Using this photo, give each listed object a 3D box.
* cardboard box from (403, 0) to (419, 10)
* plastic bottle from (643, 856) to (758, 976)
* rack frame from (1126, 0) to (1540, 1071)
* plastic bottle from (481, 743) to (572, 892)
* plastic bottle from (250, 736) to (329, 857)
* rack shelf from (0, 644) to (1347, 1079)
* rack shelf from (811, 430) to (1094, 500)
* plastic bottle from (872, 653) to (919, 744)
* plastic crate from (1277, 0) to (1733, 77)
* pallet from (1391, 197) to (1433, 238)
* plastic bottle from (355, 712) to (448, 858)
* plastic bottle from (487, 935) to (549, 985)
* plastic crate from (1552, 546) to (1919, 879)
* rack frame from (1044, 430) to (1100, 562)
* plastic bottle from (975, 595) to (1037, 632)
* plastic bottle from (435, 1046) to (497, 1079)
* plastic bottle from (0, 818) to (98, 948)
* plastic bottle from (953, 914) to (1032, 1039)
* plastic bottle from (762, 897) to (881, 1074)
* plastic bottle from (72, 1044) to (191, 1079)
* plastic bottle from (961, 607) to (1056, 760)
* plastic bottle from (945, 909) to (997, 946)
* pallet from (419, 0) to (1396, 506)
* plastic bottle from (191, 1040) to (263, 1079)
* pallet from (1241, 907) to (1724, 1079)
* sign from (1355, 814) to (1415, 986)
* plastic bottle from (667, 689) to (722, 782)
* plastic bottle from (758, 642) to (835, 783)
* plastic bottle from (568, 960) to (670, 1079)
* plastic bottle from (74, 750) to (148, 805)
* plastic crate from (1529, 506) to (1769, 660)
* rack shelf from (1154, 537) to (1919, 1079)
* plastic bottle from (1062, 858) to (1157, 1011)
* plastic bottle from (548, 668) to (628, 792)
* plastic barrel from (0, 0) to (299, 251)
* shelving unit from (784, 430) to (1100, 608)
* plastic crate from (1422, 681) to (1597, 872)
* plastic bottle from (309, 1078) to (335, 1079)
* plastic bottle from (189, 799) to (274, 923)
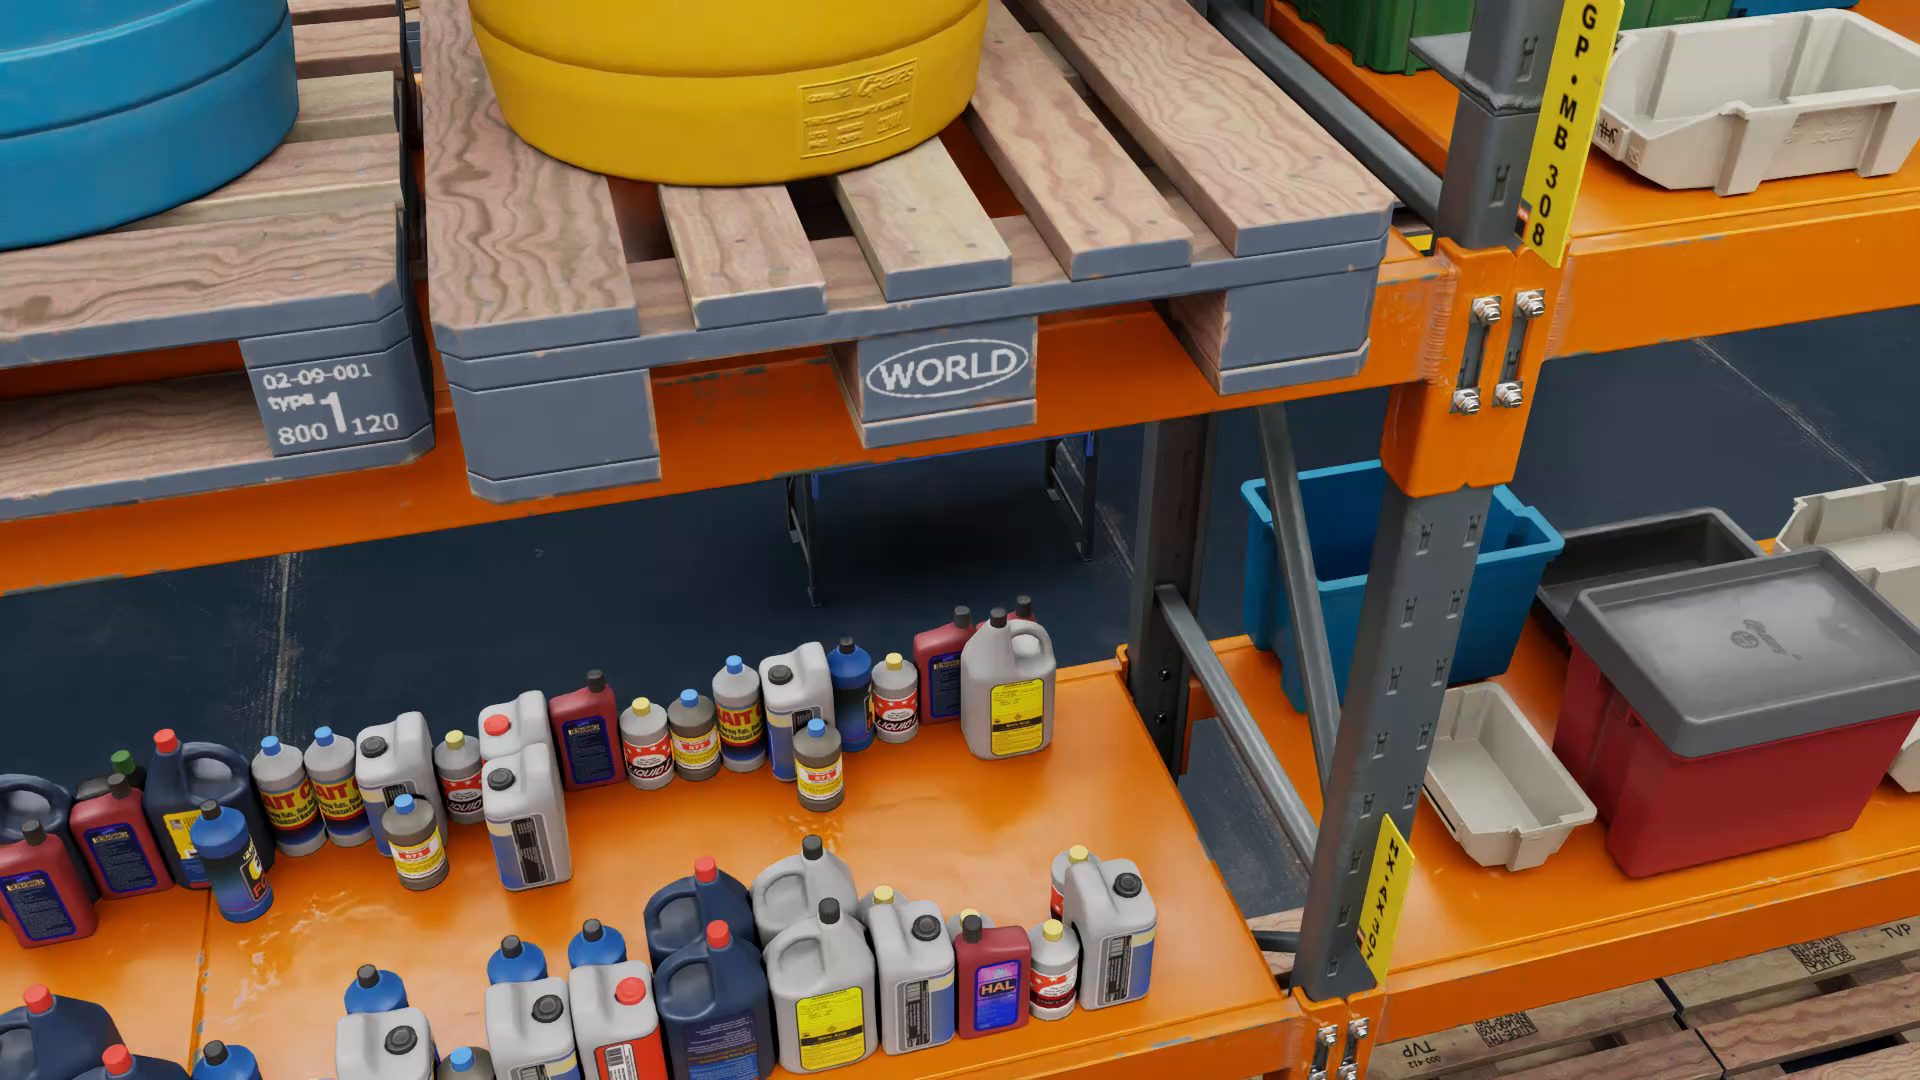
[{"bbox_3d":[-2.414,-2.408,6.501,0.500,0.500,0.700,-19,41,-23],"label":"cardboard box"},{"bbox_3d":[-0.455,0.691,2.919,0.185,0.351,0.144,-9,38,-12],"label":"plastic bottle"},{"bbox_3d":[0.563,0.389,3.273,0.127,3.000,1.000,-9,38,-12],"label":"rack frame"},{"bbox_3d":[-0.837,0.524,3.198,0.135,0.276,0.152,-9,38,-12],"label":"plastic bottle"},{"bbox_3d":[-1.314,0.491,3.245,0.097,0.271,0.097,0,37,0],"label":"plastic bottle"},{"bbox_3d":[-1.367,0.991,3.077,4.000,0.370,1.077,-9,38,-12],"label":"rack shelf"},{"bbox_3d":[-0.082,-0.439,5.886,1.000,0.185,0.538,-9,38,-12],"label":"rack shelf"},{"bbox_3d":[-0.137,0.326,3.519,0.097,0.201,0.097,0,37,0],"label":"plastic bottle"},{"bbox_3d":[0.894,-0.963,2.745,0.662,0.188,0.450,-9,38,-12],"label":"plastic crate"},{"bbox_3d":[2.294,-1.904,8.566,1.213,0.211,1.003,-9,38,-12],"label":"pallet"},{"bbox_3d":[-1.101,0.471,3.267,0.135,0.276,0.152,-9,38,-12],"label":"plastic bottle"},{"bbox_3d":[-0.753,0.781,2.866,0.097,0.271,0.097,0,37,0],"label":"plastic bottle"},{"bbox_3d":[1.491,0.345,3.228,0.583,0.464,0.402,-9,38,-12],"label":"plastic crate"},{"bbox_3d":[0.408,-0.663,5.882,0.032,1.500,0.500,-9,38,-12],"label":"rack frame"},{"bbox_3d":[0.098,0.243,3.559,0.133,0.283,0.061,-9,38,-12],"label":"plastic bottle"},{"bbox_3d":[-0.807,0.913,2.751,0.097,0.201,0.097,0,37,0],"label":"plastic bottle"},{"bbox_3d":[-1.700,0.629,3.055,0.133,0.283,0.061,-9,38,-12],"label":"plastic bottle"},{"bbox_3d":[0.056,0.751,2.896,0.133,0.283,0.061,-9,38,-12],"label":"plastic bottle"},{"bbox_3d":[-0.239,0.746,2.847,0.185,0.351,0.144,-9,38,-12],"label":"plastic bottle"},{"bbox_3d":[-1.302,0.920,2.618,0.185,0.351,0.144,-9,38,-12],"label":"plastic bottle"},{"bbox_3d":[0.100,0.280,3.455,0.185,0.351,0.144,-9,38,-12],"label":"plastic bottle"},{"bbox_3d":[0.018,0.740,2.978,0.097,0.201,0.097,0,37,0],"label":"plastic bottle"},{"bbox_3d":[-0.168,-0.546,2.182,1.003,0.211,1.213,-9,38,-12],"label":"pallet"},{"bbox_3d":[-1.176,0.908,2.701,0.097,0.271,0.097,0,37,0],"label":"plastic bottle"},{"bbox_3d":[1.263,1.357,4.302,1.213,0.211,1.003,-9,38,-12],"label":"pallet"},{"bbox_3d":[0.705,0.602,2.767,0.005,0.325,0.100,-9,38,-12],"label":"sign"},{"bbox_3d":[-0.549,0.393,3.431,0.097,0.201,0.097,0,37,0],"label":"plastic bottle"},{"bbox_3d":[-0.336,0.346,3.431,0.135,0.276,0.152,-9,38,-12],"label":"plastic bottle"},{"bbox_3d":[-0.572,0.828,2.801,0.135,0.276,0.152,-9,38,-12],"label":"plastic bottle"},{"bbox_3d":[-1.608,0.523,3.193,0.133,0.283,0.061,-9,38,-12],"label":"plastic bottle"},{"bbox_3d":[1.574,0.139,3.776,0.590,0.125,0.437,-9,38,-12],"label":"plastic crate"},{"bbox_3d":[2.494,0.358,3.906,4.000,0.370,1.077,-9,38,-12],"label":"rack shelf"},{"bbox_3d":[0.267,0.690,2.981,0.135,0.276,0.152,-9,38,-12],"label":"plastic bottle"},{"bbox_3d":[-0.759,0.384,3.376,0.133,0.283,0.061,-9,38,-12],"label":"plastic bottle"},{"bbox_3d":[-1.044,-0.808,1.611,0.708,0.901,0.600,-9,38,-12],"label":"plastic barrel"},{"bbox_3d":[-0.082,-0.582,5.777,1.048,1.500,0.538,-9,38,-12],"label":"shelving unit"},{"bbox_3d":[1.050,0.480,3.322,0.243,0.136,0.396,-9,38,-12],"label":"plastic crate"},{"bbox_3d":[-1.031,0.950,2.703,0.097,0.201,0.097,0,37,0],"label":"plastic bottle"},{"bbox_3d":[-1.370,0.591,3.115,0.097,0.271,0.097,0,37,0],"label":"plastic bottle"}]
